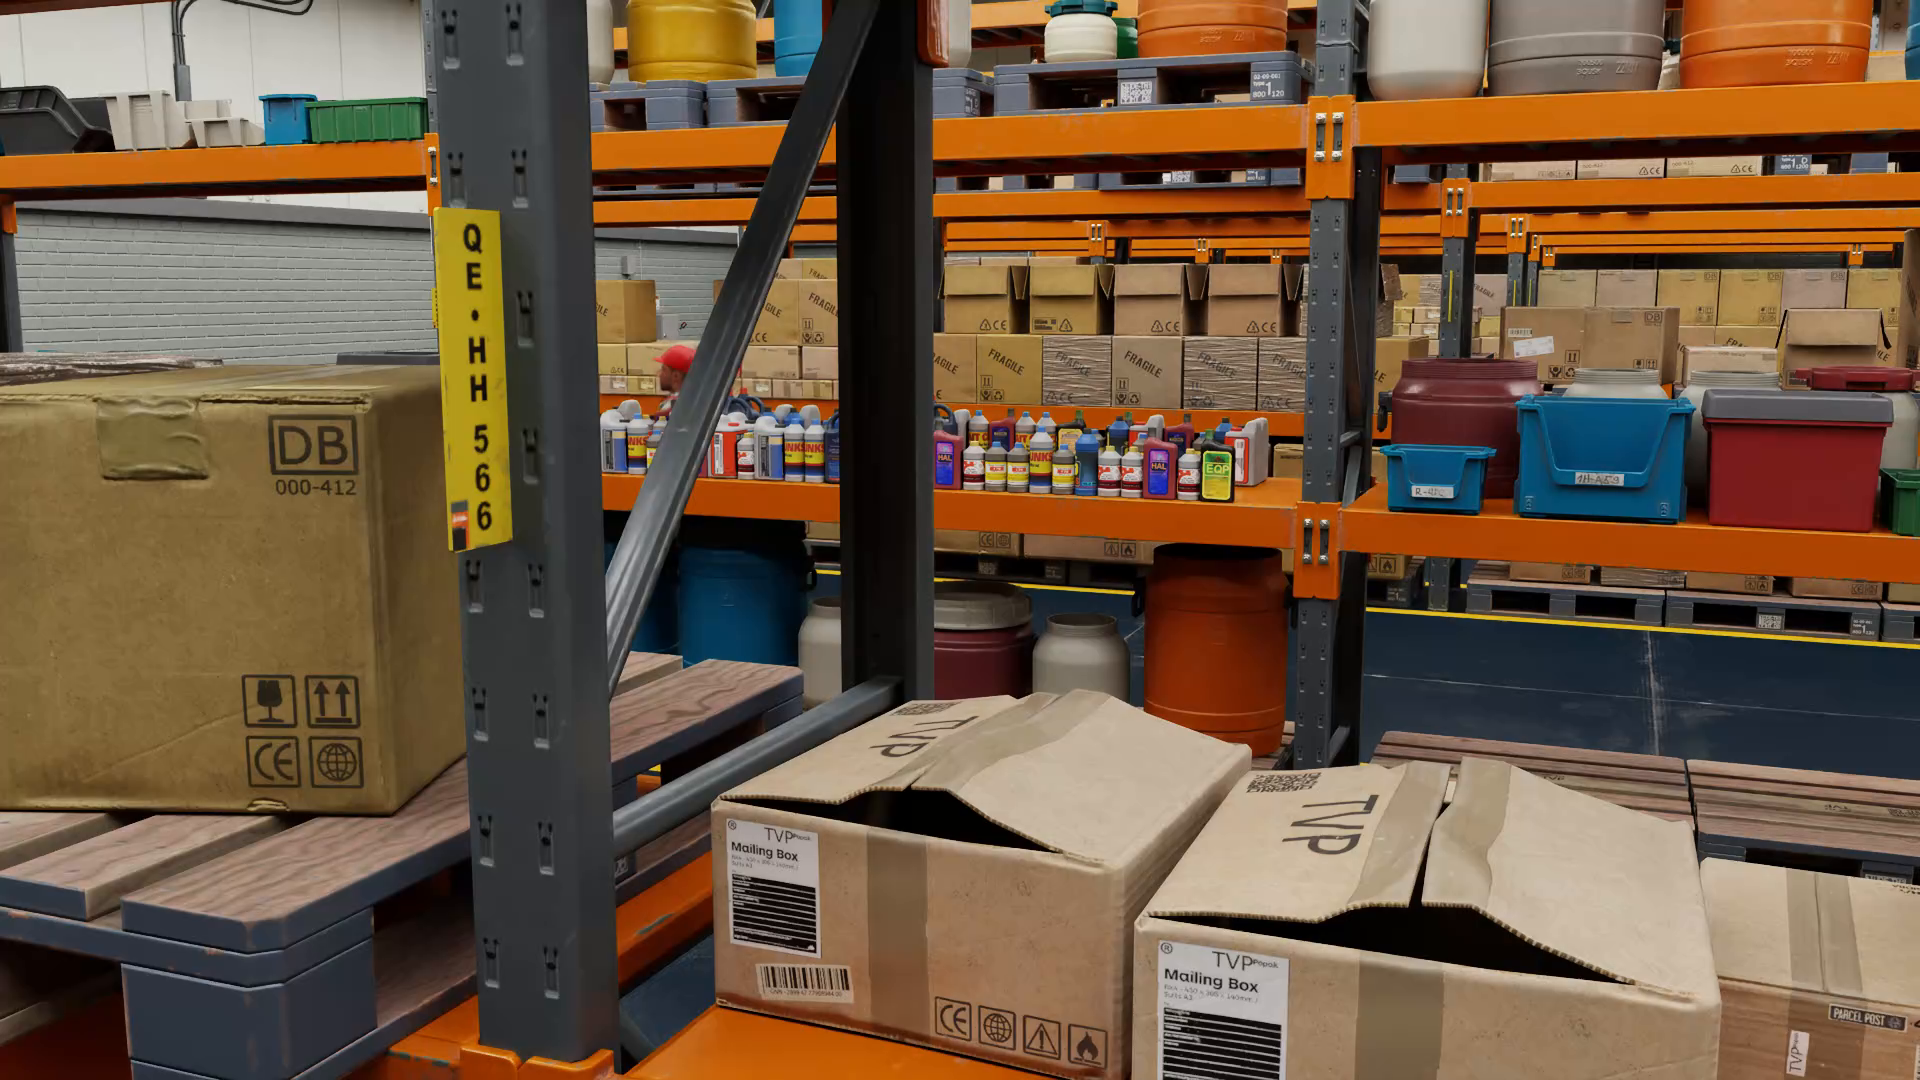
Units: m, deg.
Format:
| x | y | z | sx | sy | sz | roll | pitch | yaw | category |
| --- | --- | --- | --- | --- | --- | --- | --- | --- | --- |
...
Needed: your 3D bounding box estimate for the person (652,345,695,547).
| x | y | z | sx | sy | sz | roll | pitch | yaw | category |
| --- | --- | --- | --- | --- | --- | --- | --- | --- | --- |
| -1.686 | -0.223 | 9.819 | 0.590 | 1.847 | 0.538 | 3 | 9 | 21 | person |
